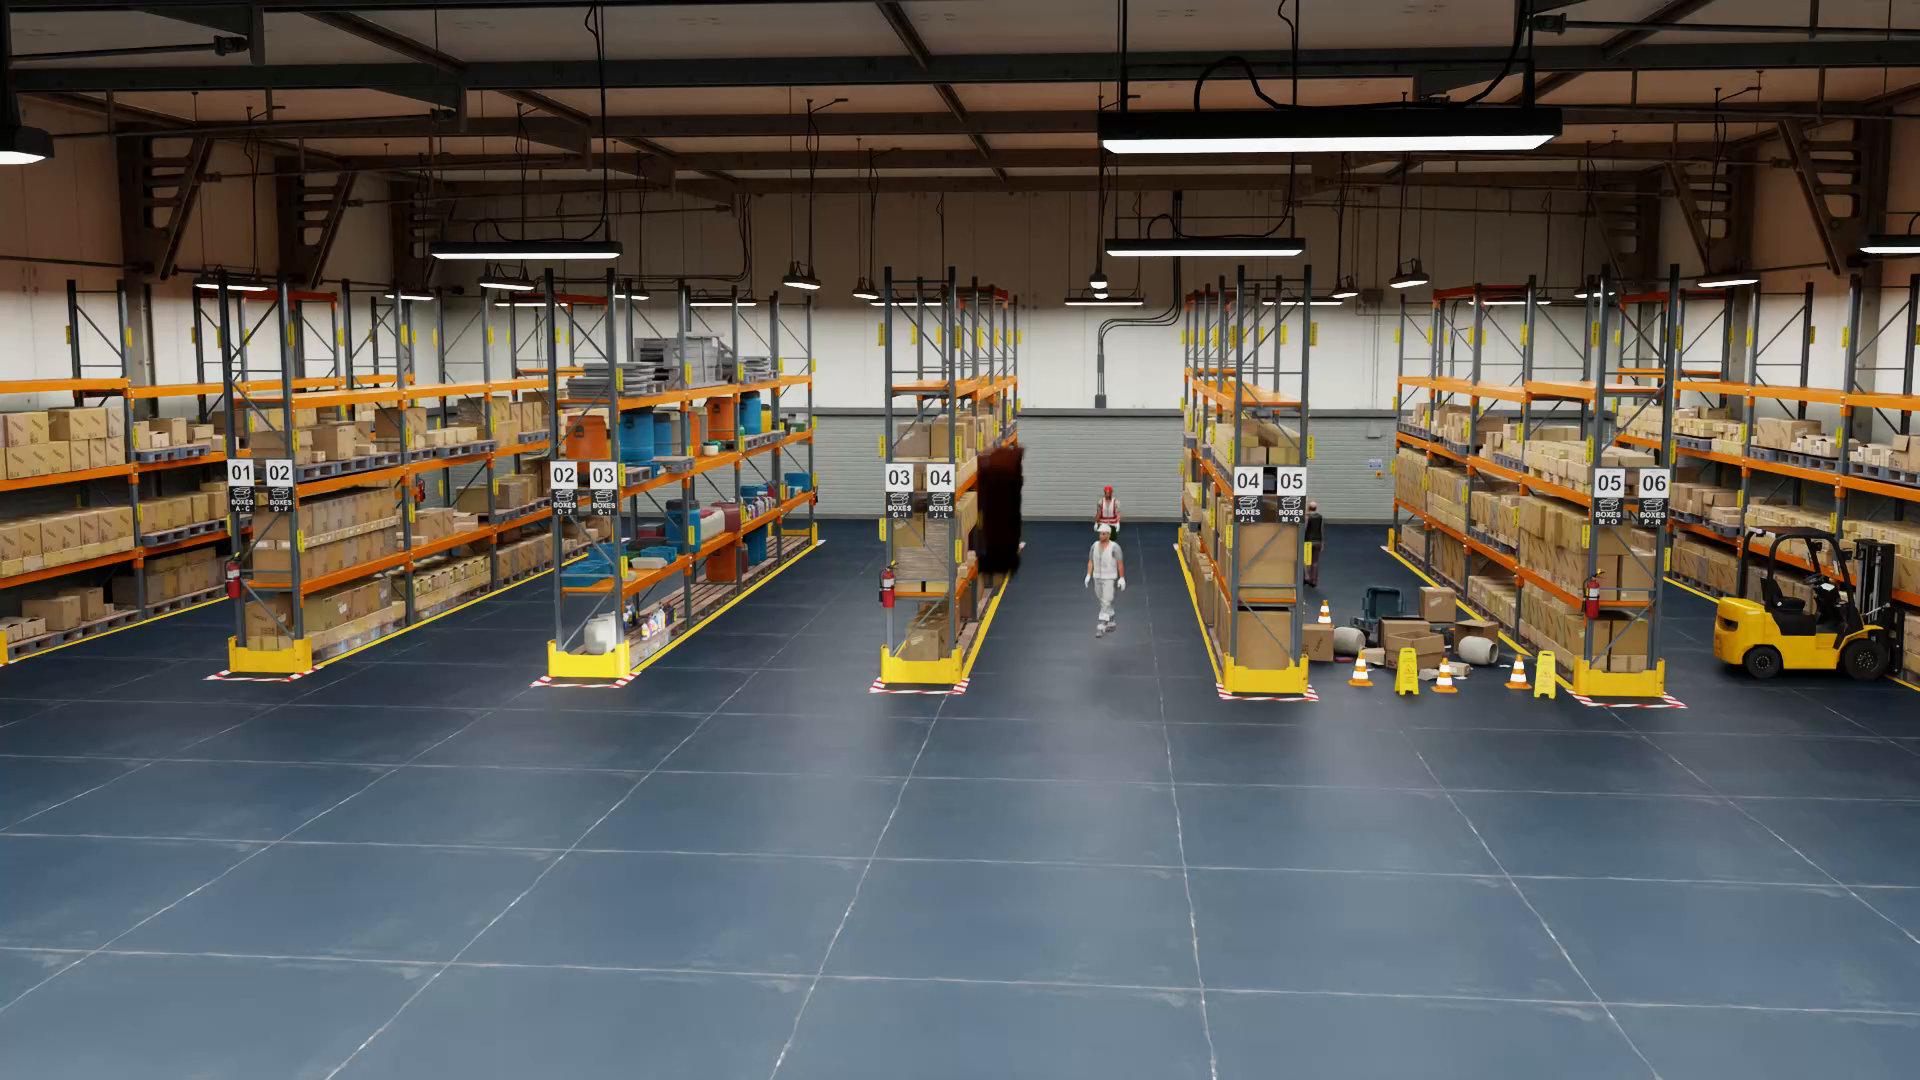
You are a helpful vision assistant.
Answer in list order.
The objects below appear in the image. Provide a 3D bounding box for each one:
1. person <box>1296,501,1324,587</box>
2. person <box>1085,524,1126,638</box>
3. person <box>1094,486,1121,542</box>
[{"bbox_3d":[7.075,0.092,33.528,0.567,1.748,0.389,-2,7,-19],"label":"person"},{"bbox_3d":[2.246,0.625,26.218,0.576,1.750,0.901,6,9,39],"label":"person"},{"bbox_3d":[3.263,-0.330,36.584,0.574,1.721,1.050,0,7,0],"label":"person"}]
